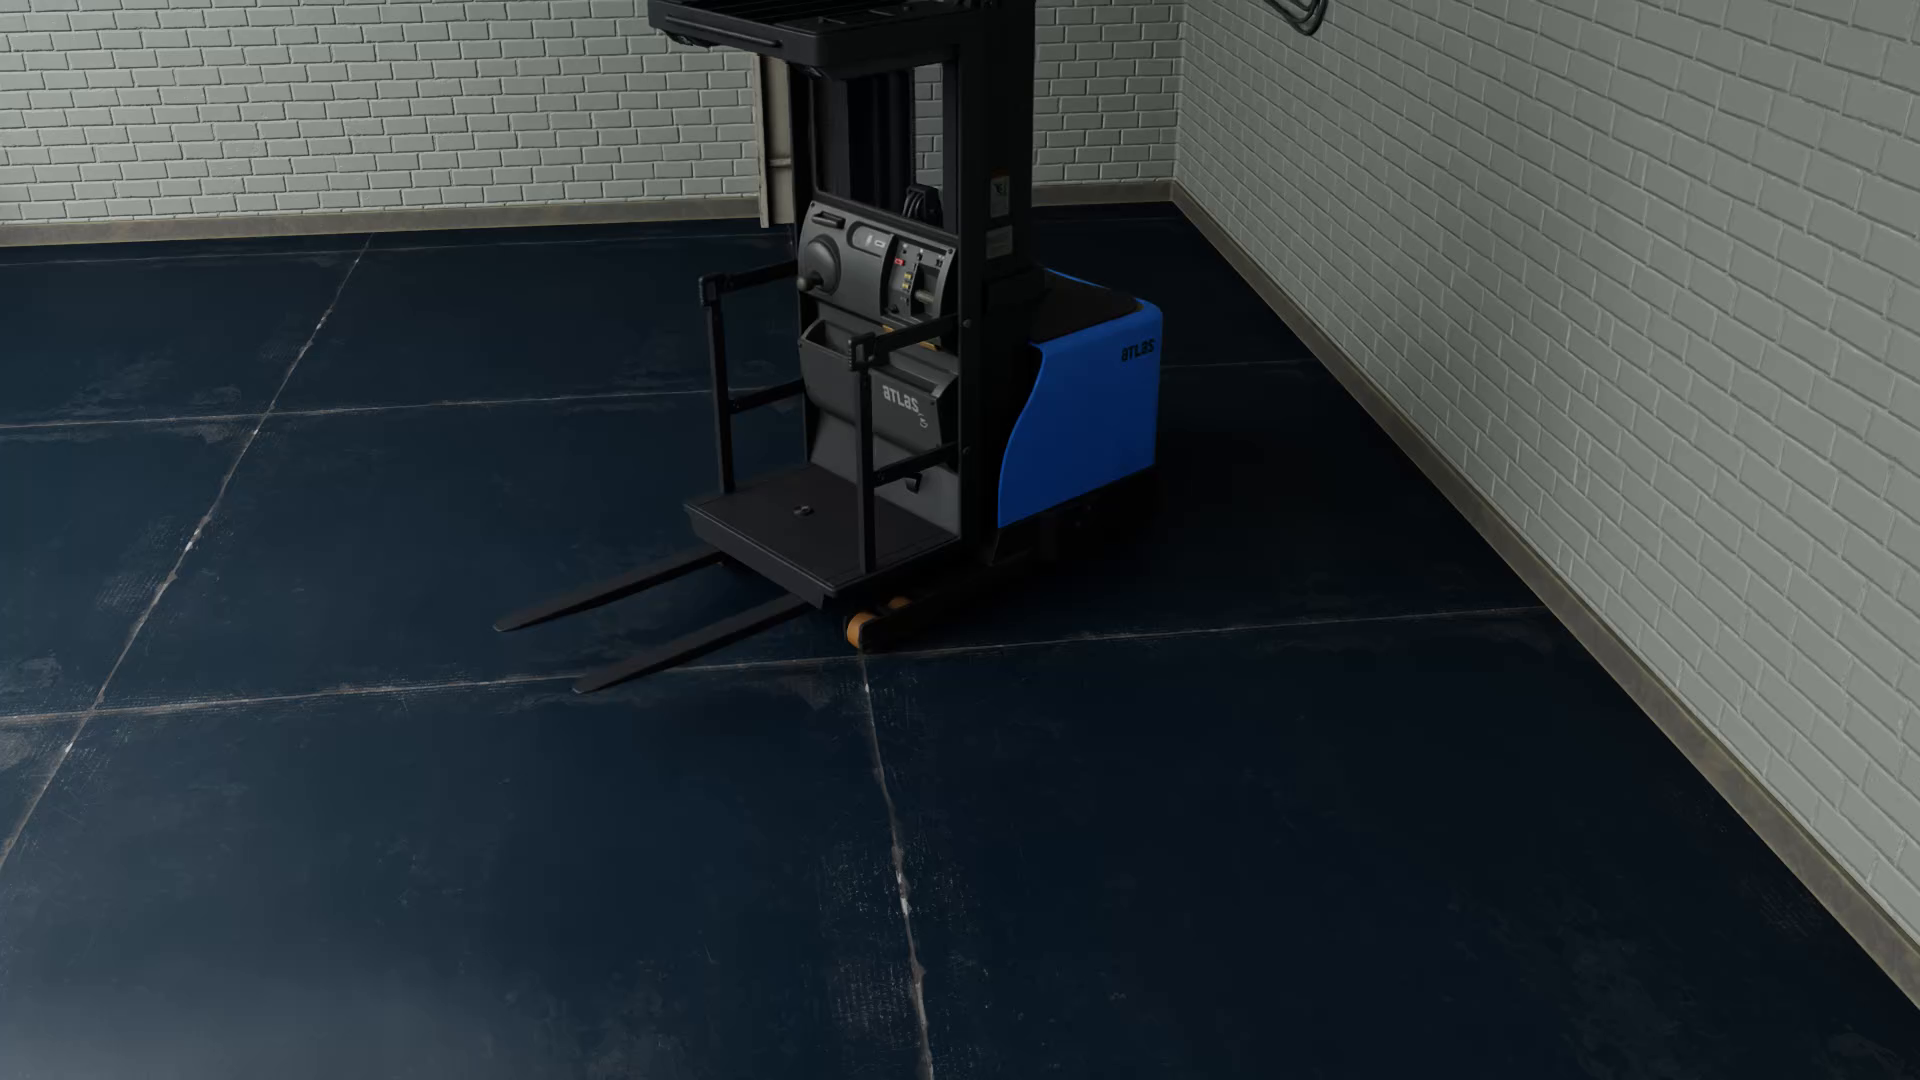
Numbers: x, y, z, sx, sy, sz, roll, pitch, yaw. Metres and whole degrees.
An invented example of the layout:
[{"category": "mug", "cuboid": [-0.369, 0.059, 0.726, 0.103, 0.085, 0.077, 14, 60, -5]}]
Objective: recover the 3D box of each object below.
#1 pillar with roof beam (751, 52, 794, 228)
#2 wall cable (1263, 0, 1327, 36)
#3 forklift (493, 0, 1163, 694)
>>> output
[{"category": "pillar with roof beam", "cuboid": [-0.685, -4.437, 6.540, 0.400, 9.000, 9.100, -4, 27, -7]}, {"category": "wall cable", "cuboid": [1.816, -4.591, 10.242, 0.112, 2.526, 3.097, -4, 27, -7]}, {"category": "forklift", "cuboid": [-0.506, -1.112, 6.707, 3.031, 2.935, 1.130, -22, 35, -36]}]
